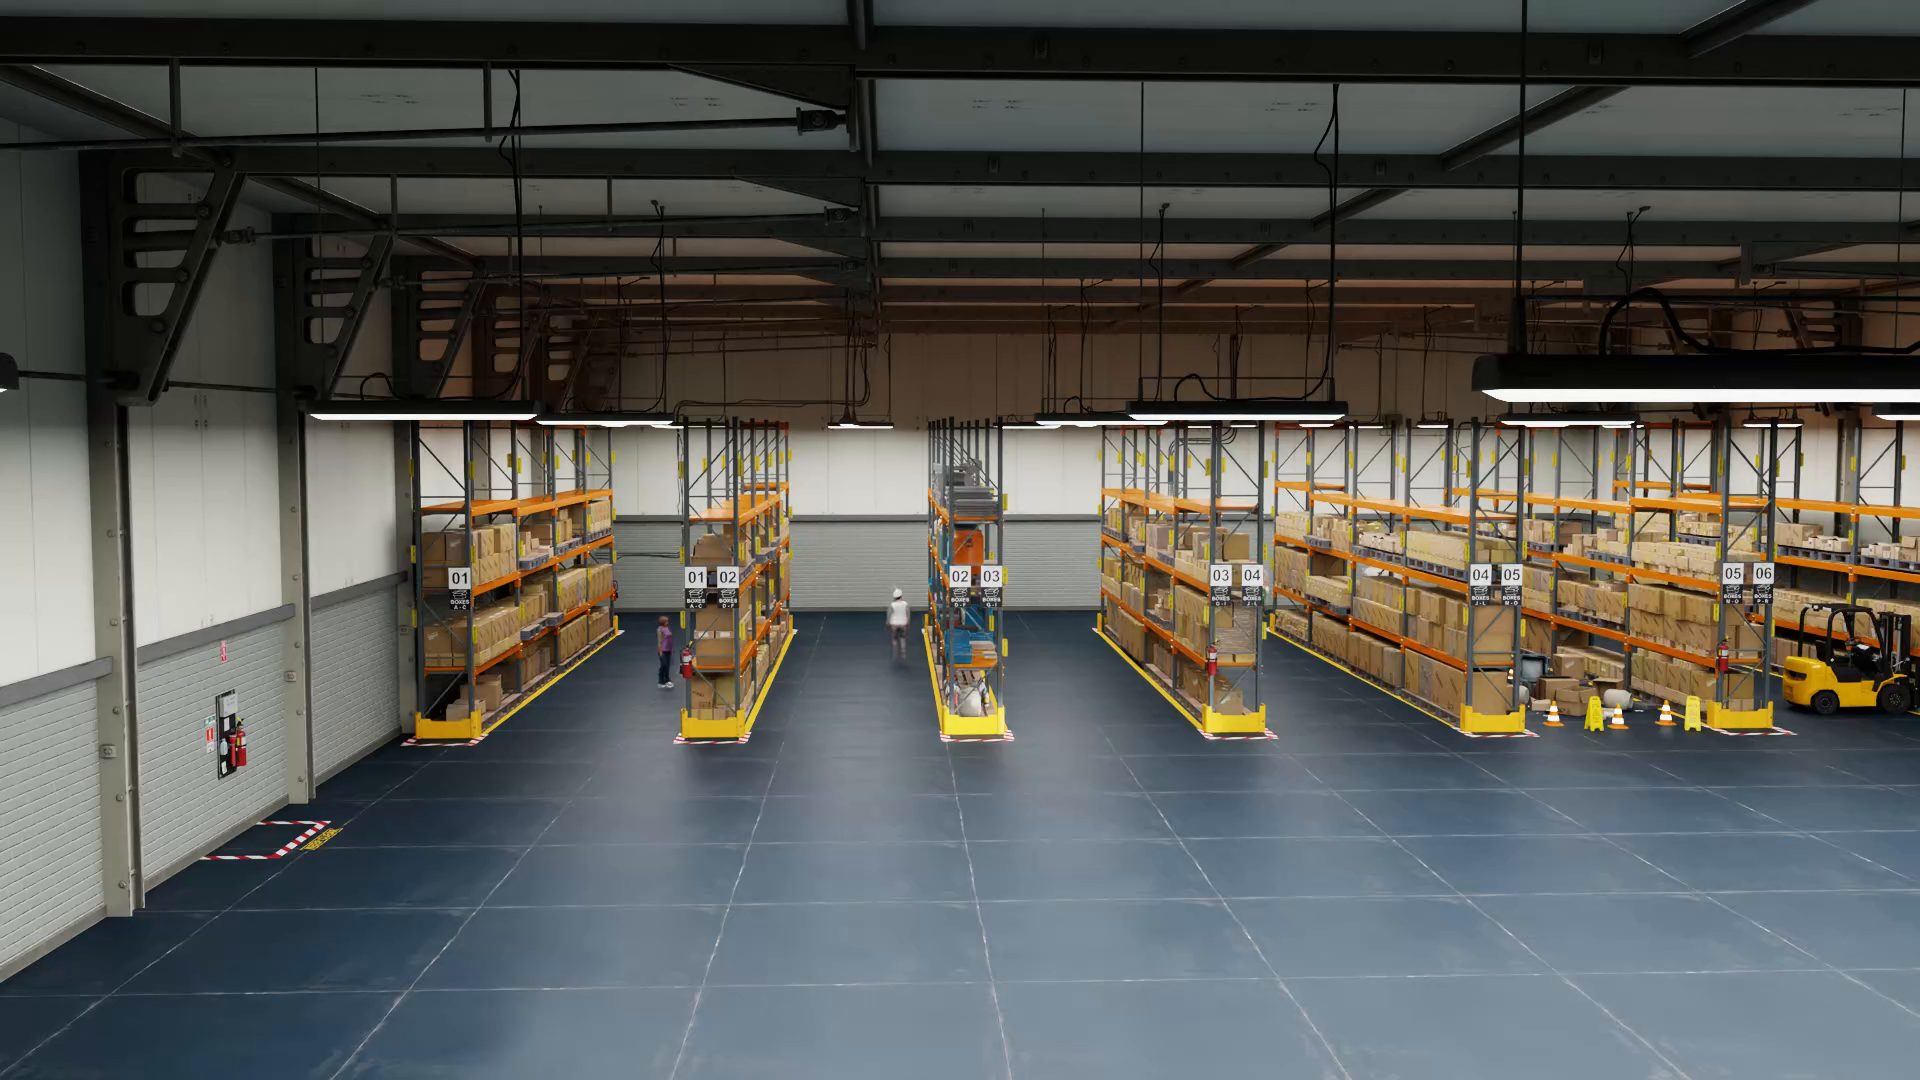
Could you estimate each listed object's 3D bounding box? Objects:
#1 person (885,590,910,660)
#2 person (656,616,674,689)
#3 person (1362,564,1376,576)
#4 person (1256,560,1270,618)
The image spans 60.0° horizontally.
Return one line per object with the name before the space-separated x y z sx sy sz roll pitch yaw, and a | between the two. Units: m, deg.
person | -1.553 2.117 41.506 0.604 1.763 0.479 -2 4 -28
person | -6.613 2.526 37.257 0.341 1.650 0.482 1 4 22
person | 12.782 1.446 51.948 0.716 1.750 0.640 -1 4 -18
person | 9.234 1.502 51.307 0.638 1.813 0.528 0 4 4
